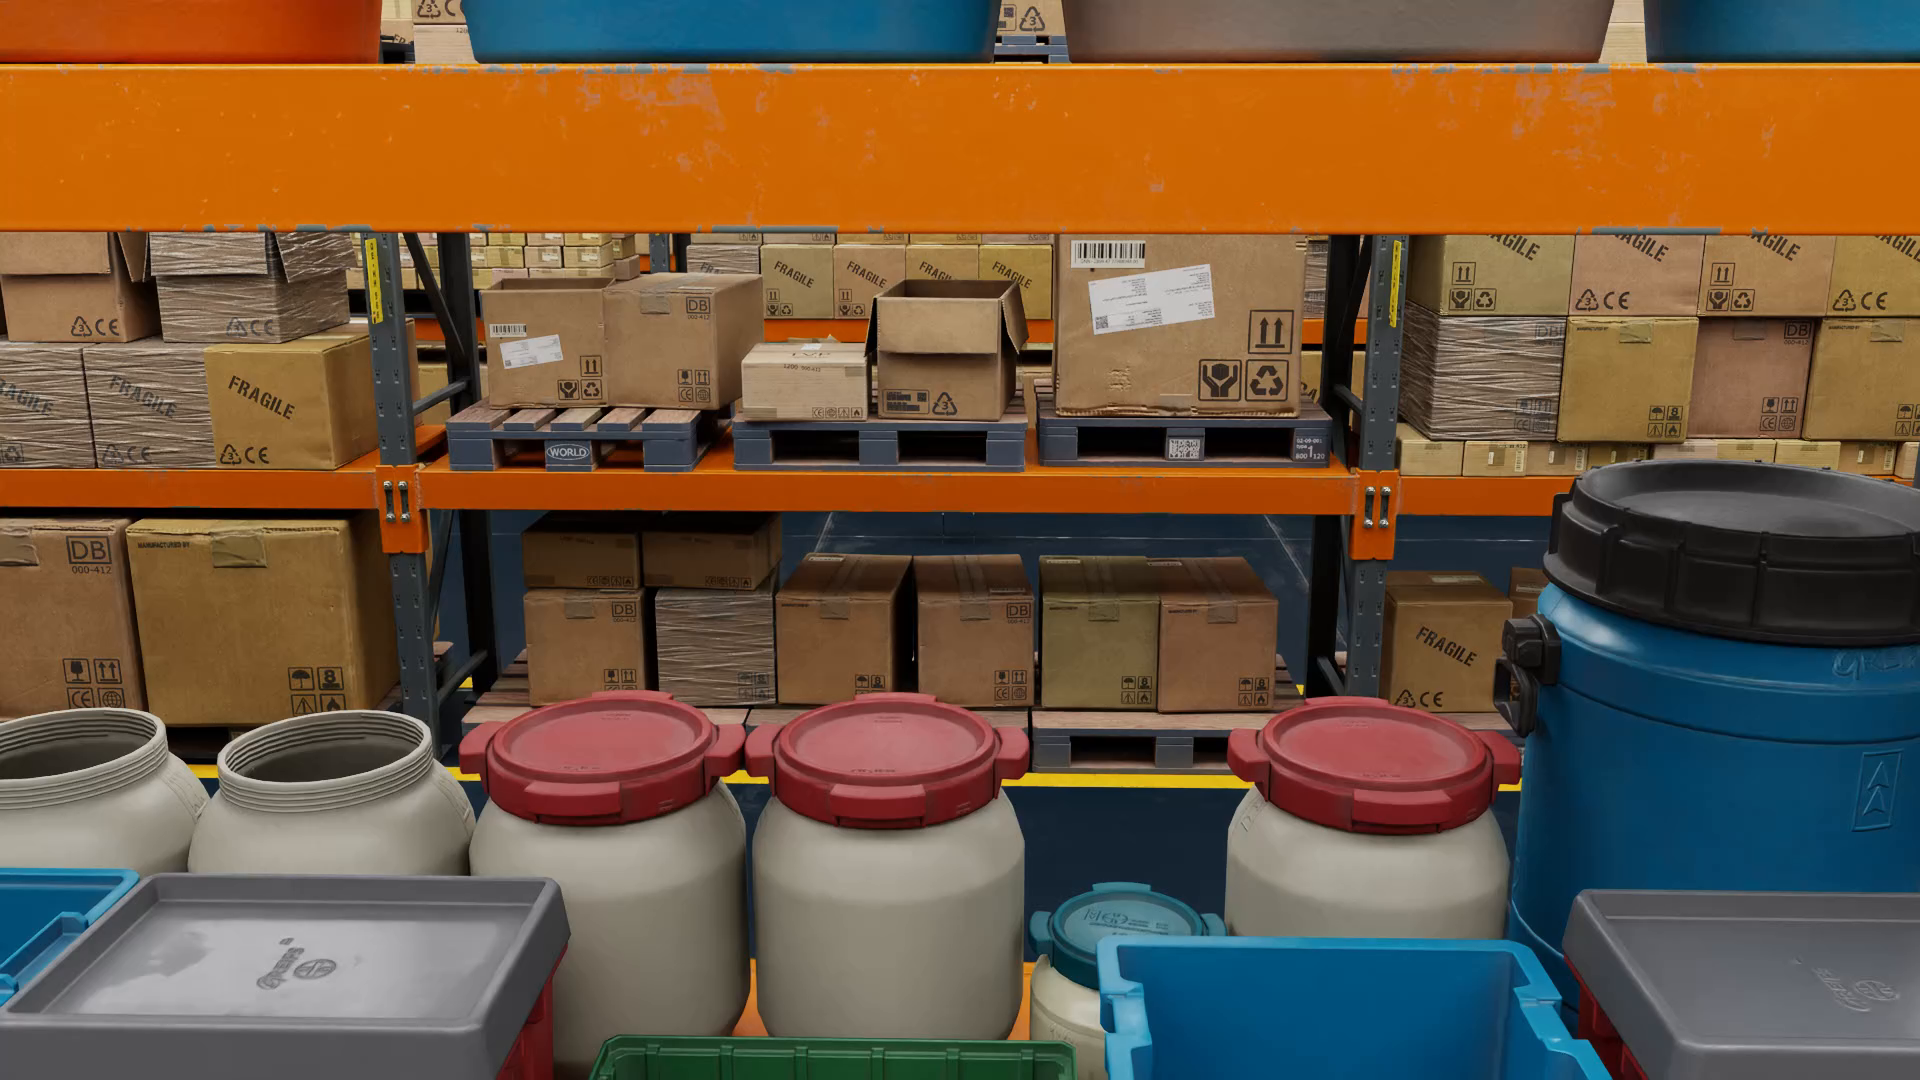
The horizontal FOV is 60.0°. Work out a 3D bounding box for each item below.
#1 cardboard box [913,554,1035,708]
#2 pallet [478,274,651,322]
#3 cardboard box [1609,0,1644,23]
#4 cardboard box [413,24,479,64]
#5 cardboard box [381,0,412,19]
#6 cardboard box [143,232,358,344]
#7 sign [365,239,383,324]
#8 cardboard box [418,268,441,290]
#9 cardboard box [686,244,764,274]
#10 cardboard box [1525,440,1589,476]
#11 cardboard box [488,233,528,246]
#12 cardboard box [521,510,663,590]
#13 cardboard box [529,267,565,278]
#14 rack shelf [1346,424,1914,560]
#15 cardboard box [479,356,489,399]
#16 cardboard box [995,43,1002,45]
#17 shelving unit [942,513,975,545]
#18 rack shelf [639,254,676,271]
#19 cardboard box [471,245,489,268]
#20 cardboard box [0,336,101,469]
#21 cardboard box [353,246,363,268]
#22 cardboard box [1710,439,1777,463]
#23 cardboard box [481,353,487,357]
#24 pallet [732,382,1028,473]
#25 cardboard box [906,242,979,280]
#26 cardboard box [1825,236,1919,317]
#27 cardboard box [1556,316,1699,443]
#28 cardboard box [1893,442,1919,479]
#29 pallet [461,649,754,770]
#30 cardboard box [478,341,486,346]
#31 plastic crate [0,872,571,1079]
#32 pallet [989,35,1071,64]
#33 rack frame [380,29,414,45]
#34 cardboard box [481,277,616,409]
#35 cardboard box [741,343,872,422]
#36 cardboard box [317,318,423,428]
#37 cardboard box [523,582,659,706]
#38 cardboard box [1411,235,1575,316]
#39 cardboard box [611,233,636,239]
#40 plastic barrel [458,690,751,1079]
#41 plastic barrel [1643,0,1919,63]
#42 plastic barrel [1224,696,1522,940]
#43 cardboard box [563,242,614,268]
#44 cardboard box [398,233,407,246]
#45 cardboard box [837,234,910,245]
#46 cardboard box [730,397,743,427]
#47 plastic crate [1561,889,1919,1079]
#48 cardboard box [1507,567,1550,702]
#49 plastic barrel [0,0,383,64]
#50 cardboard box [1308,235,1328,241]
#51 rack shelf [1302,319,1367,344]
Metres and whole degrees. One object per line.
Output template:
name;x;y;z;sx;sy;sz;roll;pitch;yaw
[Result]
cardboard box;0.051;0.399;7.485;0.500;0.500;0.700;-1;15;-3
pallet;-2.786;-1.751;11.973;1.003;0.211;1.213;0;15;1
cardboard box;2.557;-2.074;6.455;0.250;0.149;0.380;0;15;2
cardboard box;-1.835;-1.912;6.621;0.500;0.250;0.500;1;15;2
cardboard box;-3.768;-3.675;11.311;0.258;0.266;0.396;0;15;1
cardboard box;-3.029;-1.144;7.135;0.637;0.503;0.797;1;15;3
sign;-2.310;-1.020;6.558;0.005;0.325;0.100;0;15;1
cardboard box;-3.599;-1.841;11.609;0.250;0.149;0.380;0;15;-1
cardboard box;-1.629;-1.843;11.749;0.500;0.500;0.500;1;15;2
cardboard box;2.407;-0.377;6.881;0.250;0.149;0.380;0;15;1
cardboard box;-3.086;-2.126;11.520;0.250;0.149;0.380;1;15;3
cardboard box;-1.628;0.028;7.421;0.500;0.250;0.500;1;15;4
cardboard box;-2.824;-1.836;11.588;0.250;0.149;0.380;0;15;1
rack shelf;3.699;-0.215;7.185;4.000;0.370;1.077;0;15;1
cardboard box;-3.266;-1.161;11.969;0.500;0.250;0.500;1;15;2
cardboard box;0.170;-3.454;11.328;0.500;0.311;0.500;0;15;-1
shelving unit;-0.008;-0.435;10.725;0.210;0.900;0.258;0;15;1
rack shelf;-4.045;-2.794;16.962;4.000;0.370;1.077;0;15;1
cardboard box;-3.357;-1.983;11.562;0.250;0.149;0.380;0;15;2
cardboard box;-3.816;-0.598;7.029;0.500;0.500;0.500;0;15;0
cardboard box;-4.124;-1.988;11.582;0.250;0.149;0.380;0;15;0
cardboard box;3.157;-0.375;6.872;0.250;0.149;0.380;0;15;1
cardboard box;-3.261;-1.293;12.467;0.500;0.250;0.500;0;15;1
pallet;-0.319;-0.507;7.257;1.213;0.211;1.003;0;15;1
cardboard box;-0.119;-1.833;11.712;0.500;0.500;0.500;0;15;1
cardboard box;3.643;-1.177;6.683;0.500;0.500;0.500;0;15;1
cardboard box;2.647;-0.737;6.975;0.500;0.500;0.875;0;15;1
cardboard box;3.906;-0.361;6.819;0.250;0.149;0.380;0;15;1
pallet;-1.518;0.752;7.577;1.213;0.211;1.003;0;15;1
cardboard box;-4.519;-2.343;17.184;0.875;0.875;0.875;1;15;3
plastic crate;-0.818;0.719;2.110;0.583;0.464;0.402;0;15;1
pallet;0.049;-1.973;6.925;1.003;0.211;1.213;0;15;1
rack frame;-2.299;-3.503;6.477;0.127;3.000;1.000;0;15;1
cardboard box;-1.758;-0.860;7.201;0.500;0.500;0.500;-1;15;-5
cardboard box;-0.629;-0.663;6.944;0.500;0.250;0.500;0;15;0
cardboard box;-2.778;-0.723;7.504;0.500;0.500;0.500;1;15;3
cardboard box;-1.628;0.393;7.507;0.500;0.500;0.700;0;15;-2
cardboard box;2.143;-1.184;6.708;0.500;0.500;0.500;0;15;1
cardboard box;-2.532;-2.288;12.135;0.250;0.149;0.380;0;15;2
plastic barrel;-0.543;0.552;2.603;0.433;0.535;0.433;0;15;0
plastic barrel;1.060;-0.954;1.712;0.708;0.901;0.600;0;15;1
plastic barrel;0.623;0.559;2.574;0.433;0.535;0.433;0;15;0
cardboard box;-2.576;-1.979;11.546;0.250;0.149;0.380;1;15;3
cardboard box;-3.865;-2.131;11.539;0.250;0.149;0.380;1;15;4
cardboard box;-0.604;-2.387;11.851;0.500;0.500;0.700;0;15;1
cardboard box;-1.465;-0.955;12.165;0.750;0.750;1.050;0;15;1
plastic crate;1.082;0.731;2.064;0.583;0.464;0.402;0;15;1
cardboard box;2.672;0.444;7.353;0.500;0.500;0.500;5;16;19
plastic barrel;-0.956;-0.932;1.771;0.708;0.830;0.600;0;15;1
cardboard box;2.296;-2.424;11.736;0.550;0.550;0.875;0;15;1
rack shelf;3.927;-1.479;11.977;4.000;0.370;1.077;0;15;1
